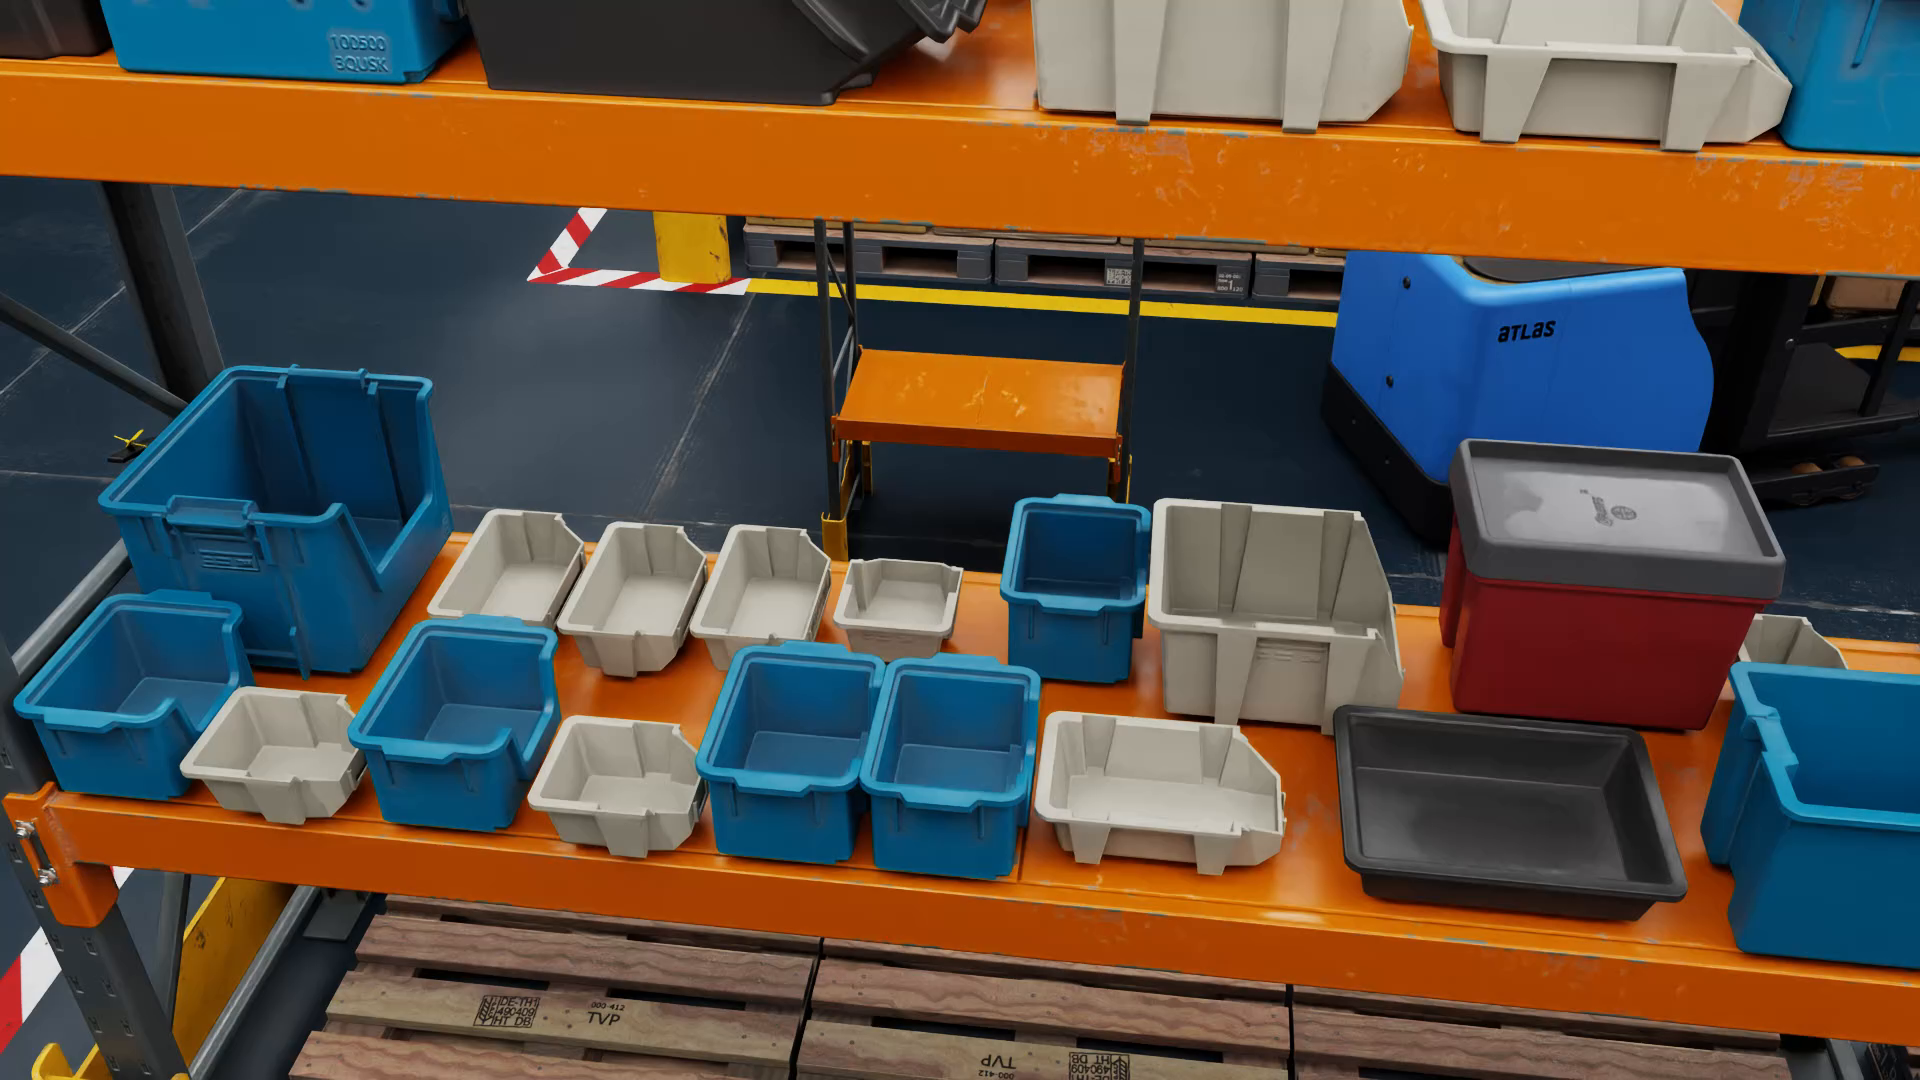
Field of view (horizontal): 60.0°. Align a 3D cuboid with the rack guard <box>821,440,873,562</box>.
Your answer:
[{"bbox_3d":[-0.418,-0.133,6.221,0.087,0.250,0.587,4,36,6],"label":"rack guard"}]

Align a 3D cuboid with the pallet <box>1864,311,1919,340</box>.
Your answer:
[{"bbox_3d":[4.767,-1.254,7.825,1.213,0.211,1.003,4,36,6],"label":"pallet"}]

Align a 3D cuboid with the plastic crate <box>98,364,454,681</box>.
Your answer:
[{"bbox_3d":[-1.464,-0.055,3.663,0.499,0.435,0.616,4,36,6],"label":"plastic crate"}]

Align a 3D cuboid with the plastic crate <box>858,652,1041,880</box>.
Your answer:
[{"bbox_3d":[-0.013,0.438,3.147,0.300,0.233,0.416,4,36,6],"label":"plastic crate"}]

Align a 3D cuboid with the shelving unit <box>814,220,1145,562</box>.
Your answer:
[{"bbox_3d":[0.076,-0.605,5.806,1.083,1.500,0.587,4,36,6],"label":"shelving unit"}]

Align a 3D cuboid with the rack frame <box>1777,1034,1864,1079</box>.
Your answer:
[{"bbox_3d":[2.148,0.362,3.160,0.127,3.000,1.000,4,36,6],"label":"rack frame"}]

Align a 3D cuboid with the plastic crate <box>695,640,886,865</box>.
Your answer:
[{"bbox_3d":[-0.311,0.415,3.178,0.300,0.233,0.416,4,36,6],"label":"plastic crate"}]

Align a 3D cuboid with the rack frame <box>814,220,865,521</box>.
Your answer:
[{"bbox_3d":[-0.420,-0.642,5.858,0.032,1.500,0.500,4,36,6],"label":"rack frame"}]

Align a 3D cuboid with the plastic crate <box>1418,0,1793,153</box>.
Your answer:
[{"bbox_3d":[0.838,-0.626,2.190,0.466,0.136,0.293,4,36,6],"label":"plastic crate"}]

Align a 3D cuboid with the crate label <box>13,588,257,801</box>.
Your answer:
[{"bbox_3d":[-1.617,0.318,3.315,0.303,0.233,0.416,4,36,6],"label":"crate label"}]

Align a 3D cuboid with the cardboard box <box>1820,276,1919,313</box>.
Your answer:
[{"bbox_3d":[4.302,-1.696,7.512,0.875,0.875,1.225,3,36,4],"label":"cardboard box"}]

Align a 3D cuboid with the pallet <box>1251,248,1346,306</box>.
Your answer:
[{"bbox_3d":[2.034,-1.458,8.111,1.213,0.211,1.003,4,36,6],"label":"pallet"}]

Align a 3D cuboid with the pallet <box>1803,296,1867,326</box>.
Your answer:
[{"bbox_3d":[3.554,-1.343,7.950,1.213,0.211,1.003,4,36,6],"label":"pallet"}]

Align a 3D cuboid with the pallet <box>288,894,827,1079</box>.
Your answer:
[{"bbox_3d":[-1.006,1.285,4.268,1.213,0.211,1.003,4,36,6],"label":"pallet"}]

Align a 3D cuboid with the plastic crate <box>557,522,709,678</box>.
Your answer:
[{"bbox_3d":[-0.702,0.135,3.654,0.243,0.136,0.396,4,36,6],"label":"plastic crate"}]

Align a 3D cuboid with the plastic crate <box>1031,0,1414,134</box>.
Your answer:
[{"bbox_3d":[0.339,-0.765,2.259,0.530,0.282,0.437,4,36,6],"label":"plastic crate"}]

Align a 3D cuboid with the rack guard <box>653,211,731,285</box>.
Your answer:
[{"bbox_3d":[-1.212,-1.772,8.302,0.348,0.500,1.175,4,36,6],"label":"rack guard"}]

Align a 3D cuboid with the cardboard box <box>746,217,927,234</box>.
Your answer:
[{"bbox_3d":[-0.544,-2.092,8.067,0.875,0.875,0.875,4,36,6],"label":"cardboard box"}]

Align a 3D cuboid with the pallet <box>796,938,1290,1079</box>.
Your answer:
[{"bbox_3d":[0.200,1.376,4.140,1.213,0.211,1.003,4,36,6],"label":"pallet"}]

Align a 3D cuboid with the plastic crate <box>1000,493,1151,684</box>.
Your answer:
[{"bbox_3d":[0.250,0.114,3.600,0.300,0.233,0.416,4,36,6],"label":"plastic crate"}]

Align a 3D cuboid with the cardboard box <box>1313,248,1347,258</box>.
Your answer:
[{"bbox_3d":[2.134,-1.893,7.787,0.875,0.875,0.875,4,36,6],"label":"cardboard box"}]

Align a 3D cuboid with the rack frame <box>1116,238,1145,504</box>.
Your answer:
[{"bbox_3d":[0.589,-0.567,5.753,0.032,1.500,0.500,4,36,6],"label":"rack frame"}]

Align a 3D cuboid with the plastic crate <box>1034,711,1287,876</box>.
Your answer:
[{"bbox_3d":[0.382,0.490,3.157,0.466,0.136,0.293,4,36,6],"label":"plastic crate"}]

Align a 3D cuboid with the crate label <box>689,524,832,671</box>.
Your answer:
[{"bbox_3d":[-0.423,0.142,3.645,0.243,0.136,0.396,4,36,6],"label":"crate label"}]

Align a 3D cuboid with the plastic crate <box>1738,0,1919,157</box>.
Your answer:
[{"bbox_3d":[1.204,-0.674,2.174,0.300,0.233,0.416,4,36,6],"label":"plastic crate"}]

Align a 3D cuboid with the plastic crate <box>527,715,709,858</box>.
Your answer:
[{"bbox_3d":[-0.636,0.479,3.172,0.298,0.136,0.250,4,36,6],"label":"plastic crate"}]

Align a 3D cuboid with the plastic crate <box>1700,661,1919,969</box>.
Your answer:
[{"bbox_3d":[1.641,0.506,2.921,0.575,0.384,0.392,4,36,6],"label":"plastic crate"}]

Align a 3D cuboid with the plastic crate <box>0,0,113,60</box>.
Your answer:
[{"bbox_3d":[-1.473,-0.912,2.477,0.590,0.269,0.497,4,36,6],"label":"plastic crate"}]

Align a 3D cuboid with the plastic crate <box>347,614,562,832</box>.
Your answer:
[{"bbox_3d":[-0.964,0.367,3.247,0.300,0.233,0.416,4,36,6],"label":"plastic crate"}]

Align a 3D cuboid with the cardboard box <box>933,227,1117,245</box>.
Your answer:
[{"bbox_3d":[0.359,-2.025,7.973,0.875,0.875,0.875,4,36,6],"label":"cardboard box"}]

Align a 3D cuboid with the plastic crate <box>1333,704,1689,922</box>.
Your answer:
[{"bbox_3d":[1.003,0.522,3.122,0.590,0.125,0.437,4,36,6],"label":"plastic crate"}]

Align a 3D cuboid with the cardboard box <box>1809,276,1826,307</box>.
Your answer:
[{"bbox_3d":[3.416,-1.762,7.604,0.875,0.875,1.225,4,36,6],"label":"cardboard box"}]

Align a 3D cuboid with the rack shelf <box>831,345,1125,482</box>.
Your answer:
[{"bbox_3d":[0.085,-0.458,5.910,1.000,0.185,0.538,4,36,6],"label":"rack shelf"}]

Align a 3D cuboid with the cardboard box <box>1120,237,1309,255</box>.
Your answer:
[{"bbox_3d":[1.242,-1.959,7.881,0.875,0.875,0.875,4,36,6],"label":"cardboard box"}]

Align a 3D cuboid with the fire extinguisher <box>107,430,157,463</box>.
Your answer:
[{"bbox_3d":[-1.911,-0.023,4.088,0.183,0.674,0.296,4,36,6],"label":"fire extinguisher"}]

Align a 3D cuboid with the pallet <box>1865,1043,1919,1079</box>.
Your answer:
[{"bbox_3d":[2.908,1.578,3.857,1.213,0.211,1.003,4,36,6],"label":"pallet"}]

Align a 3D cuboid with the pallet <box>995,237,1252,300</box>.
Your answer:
[{"bbox_3d":[0.821,-1.547,8.236,1.213,0.211,1.003,4,36,6],"label":"pallet"}]

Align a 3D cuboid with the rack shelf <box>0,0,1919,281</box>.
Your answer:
[{"bbox_3d":[0.164,-0.714,2.705,4.000,0.370,1.077,4,36,6],"label":"rack shelf"}]

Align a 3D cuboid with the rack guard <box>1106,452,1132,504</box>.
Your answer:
[{"bbox_3d":[0.570,-0.059,6.118,0.087,0.250,0.587,4,36,6],"label":"rack guard"}]

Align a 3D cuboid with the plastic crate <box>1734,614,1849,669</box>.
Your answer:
[{"bbox_3d":[1.704,0.328,3.383,0.243,0.136,0.396,4,36,6],"label":"plastic crate"}]

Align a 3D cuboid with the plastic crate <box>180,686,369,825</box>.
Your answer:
[{"bbox_3d":[-1.309,0.429,3.243,0.298,0.136,0.250,4,36,6],"label":"plastic crate"}]

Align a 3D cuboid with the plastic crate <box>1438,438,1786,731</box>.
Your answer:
[{"bbox_3d":[1.294,0.101,3.419,0.583,0.464,0.402,4,36,6],"label":"plastic crate"}]

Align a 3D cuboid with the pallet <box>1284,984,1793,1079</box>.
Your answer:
[{"bbox_3d":[1.414,1.465,4.015,1.213,0.211,1.003,4,36,6],"label":"pallet"}]

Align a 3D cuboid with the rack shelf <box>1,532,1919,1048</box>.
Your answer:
[{"bbox_3d":[0.164,0.507,3.577,4.000,0.370,1.077,4,36,6],"label":"rack shelf"}]

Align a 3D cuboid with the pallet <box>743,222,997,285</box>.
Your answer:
[{"bbox_3d":[-0.386,-1.638,8.364,1.213,0.211,1.003,4,36,6],"label":"pallet"}]

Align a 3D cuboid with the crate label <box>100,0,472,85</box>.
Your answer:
[{"bbox_3d":[-0.946,-0.840,2.390,0.502,0.251,0.408,4,36,6],"label":"crate label"}]

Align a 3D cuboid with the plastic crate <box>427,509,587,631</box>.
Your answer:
[{"bbox_3d":[-0.988,0.105,3.696,0.243,0.136,0.396,4,36,6],"label":"plastic crate"}]

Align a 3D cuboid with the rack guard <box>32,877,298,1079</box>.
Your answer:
[{"bbox_3d":[-1.845,1.089,4.293,0.348,0.500,1.175,4,36,6],"label":"rack guard"}]

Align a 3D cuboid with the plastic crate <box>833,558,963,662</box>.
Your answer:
[{"bbox_3d":[-0.127,0.153,3.629,0.250,0.136,0.298,4,36,6],"label":"plastic crate"}]

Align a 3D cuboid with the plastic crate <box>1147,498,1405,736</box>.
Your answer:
[{"bbox_3d":[0.657,0.167,3.484,0.530,0.282,0.437,4,36,6],"label":"plastic crate"}]

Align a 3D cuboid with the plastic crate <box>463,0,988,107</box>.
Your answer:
[{"bbox_3d":[-0.339,-0.858,2.341,0.767,0.338,0.504,4,36,6],"label":"plastic crate"}]

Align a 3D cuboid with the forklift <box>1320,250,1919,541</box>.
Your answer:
[{"bbox_3d":[3.062,-1.617,5.992,3.031,2.935,1.130,-8,36,-11],"label":"forklift"}]

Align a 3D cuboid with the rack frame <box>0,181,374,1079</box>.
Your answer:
[{"bbox_3d":[-1.820,0.066,3.575,0.127,3.000,1.000,4,36,6],"label":"rack frame"}]
